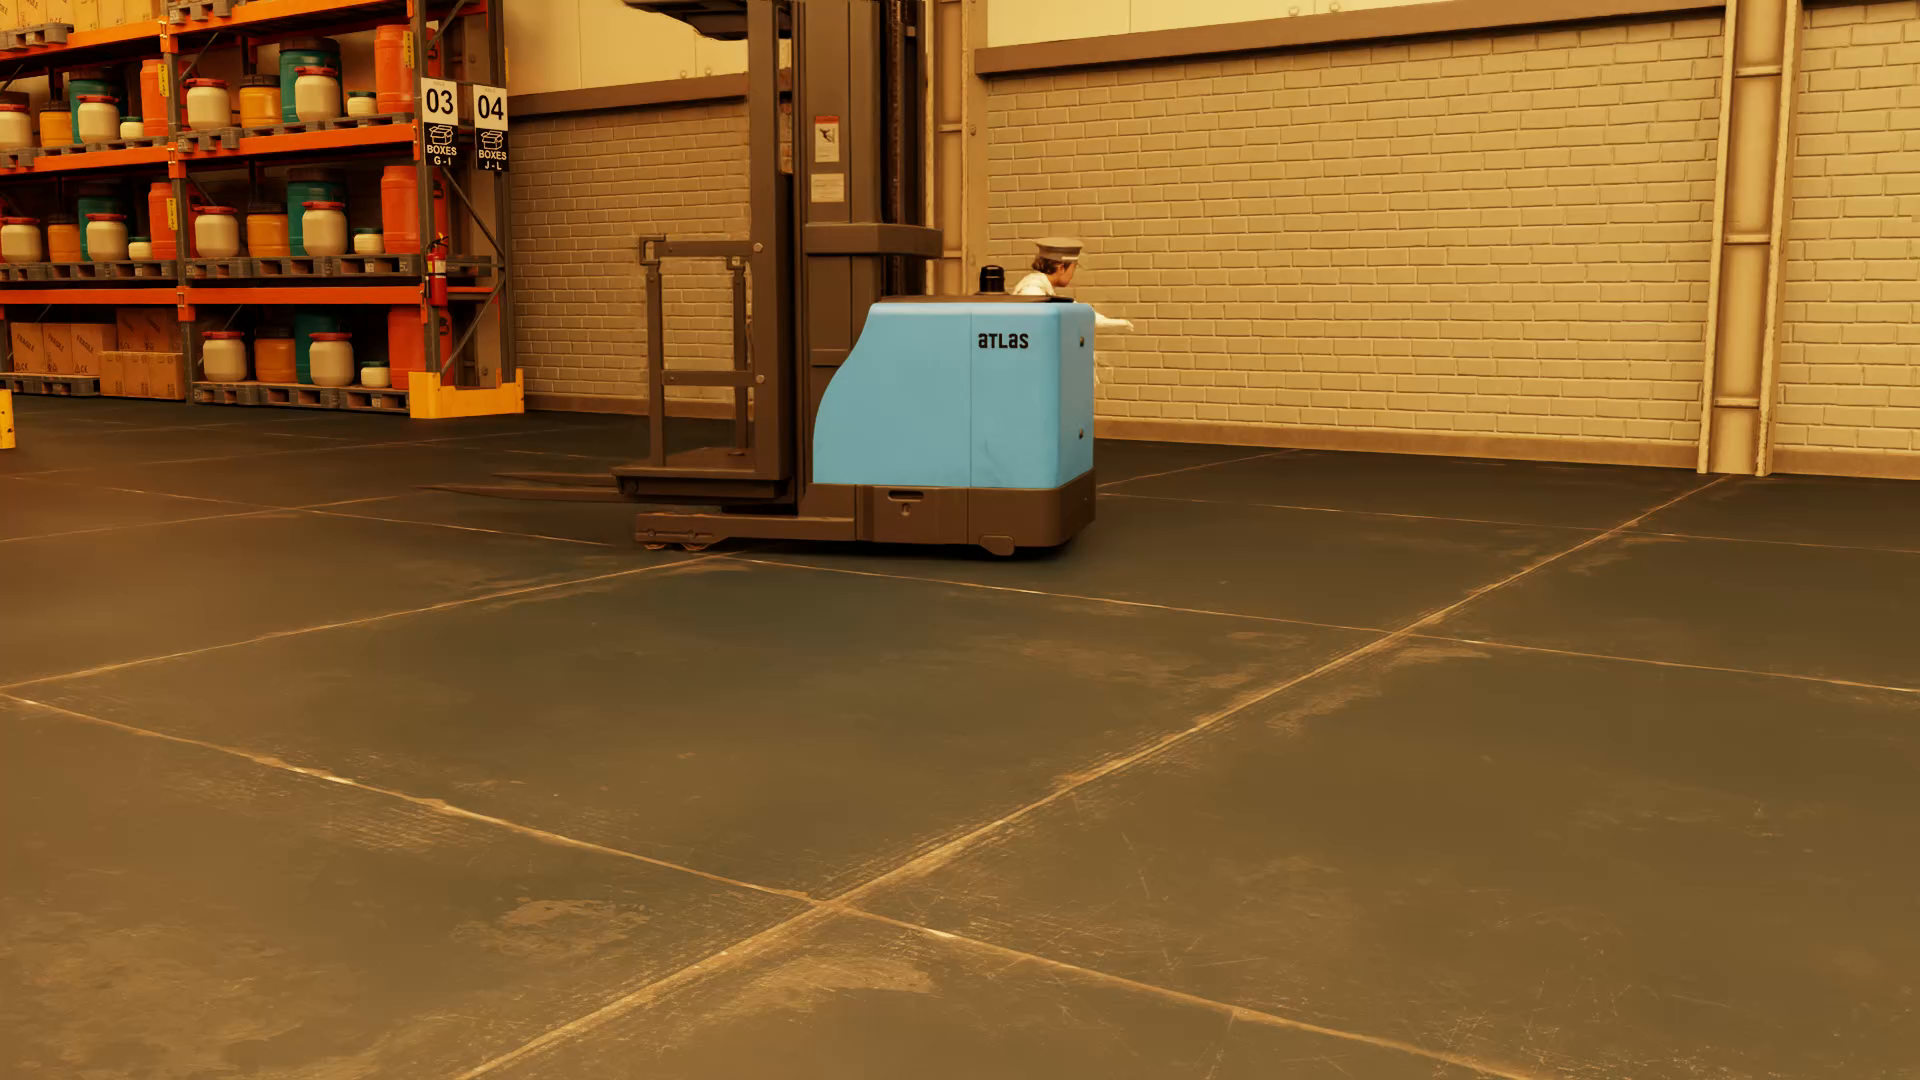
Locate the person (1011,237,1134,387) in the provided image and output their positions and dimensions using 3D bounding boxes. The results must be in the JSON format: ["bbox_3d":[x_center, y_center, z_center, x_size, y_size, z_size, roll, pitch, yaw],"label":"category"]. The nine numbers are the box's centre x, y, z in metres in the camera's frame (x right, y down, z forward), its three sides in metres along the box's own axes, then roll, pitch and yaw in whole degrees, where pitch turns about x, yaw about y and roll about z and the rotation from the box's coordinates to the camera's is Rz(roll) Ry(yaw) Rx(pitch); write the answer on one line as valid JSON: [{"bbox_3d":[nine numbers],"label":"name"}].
[{"bbox_3d":[0.520,-0.828,8.496,0.848,1.429,1.202,0,8,0],"label":"person"}]

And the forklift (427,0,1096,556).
[{"bbox_3d":[-0.941,-1.470,7.534,3.031,2.935,1.130,2,8,14],"label":"forklift"}]
